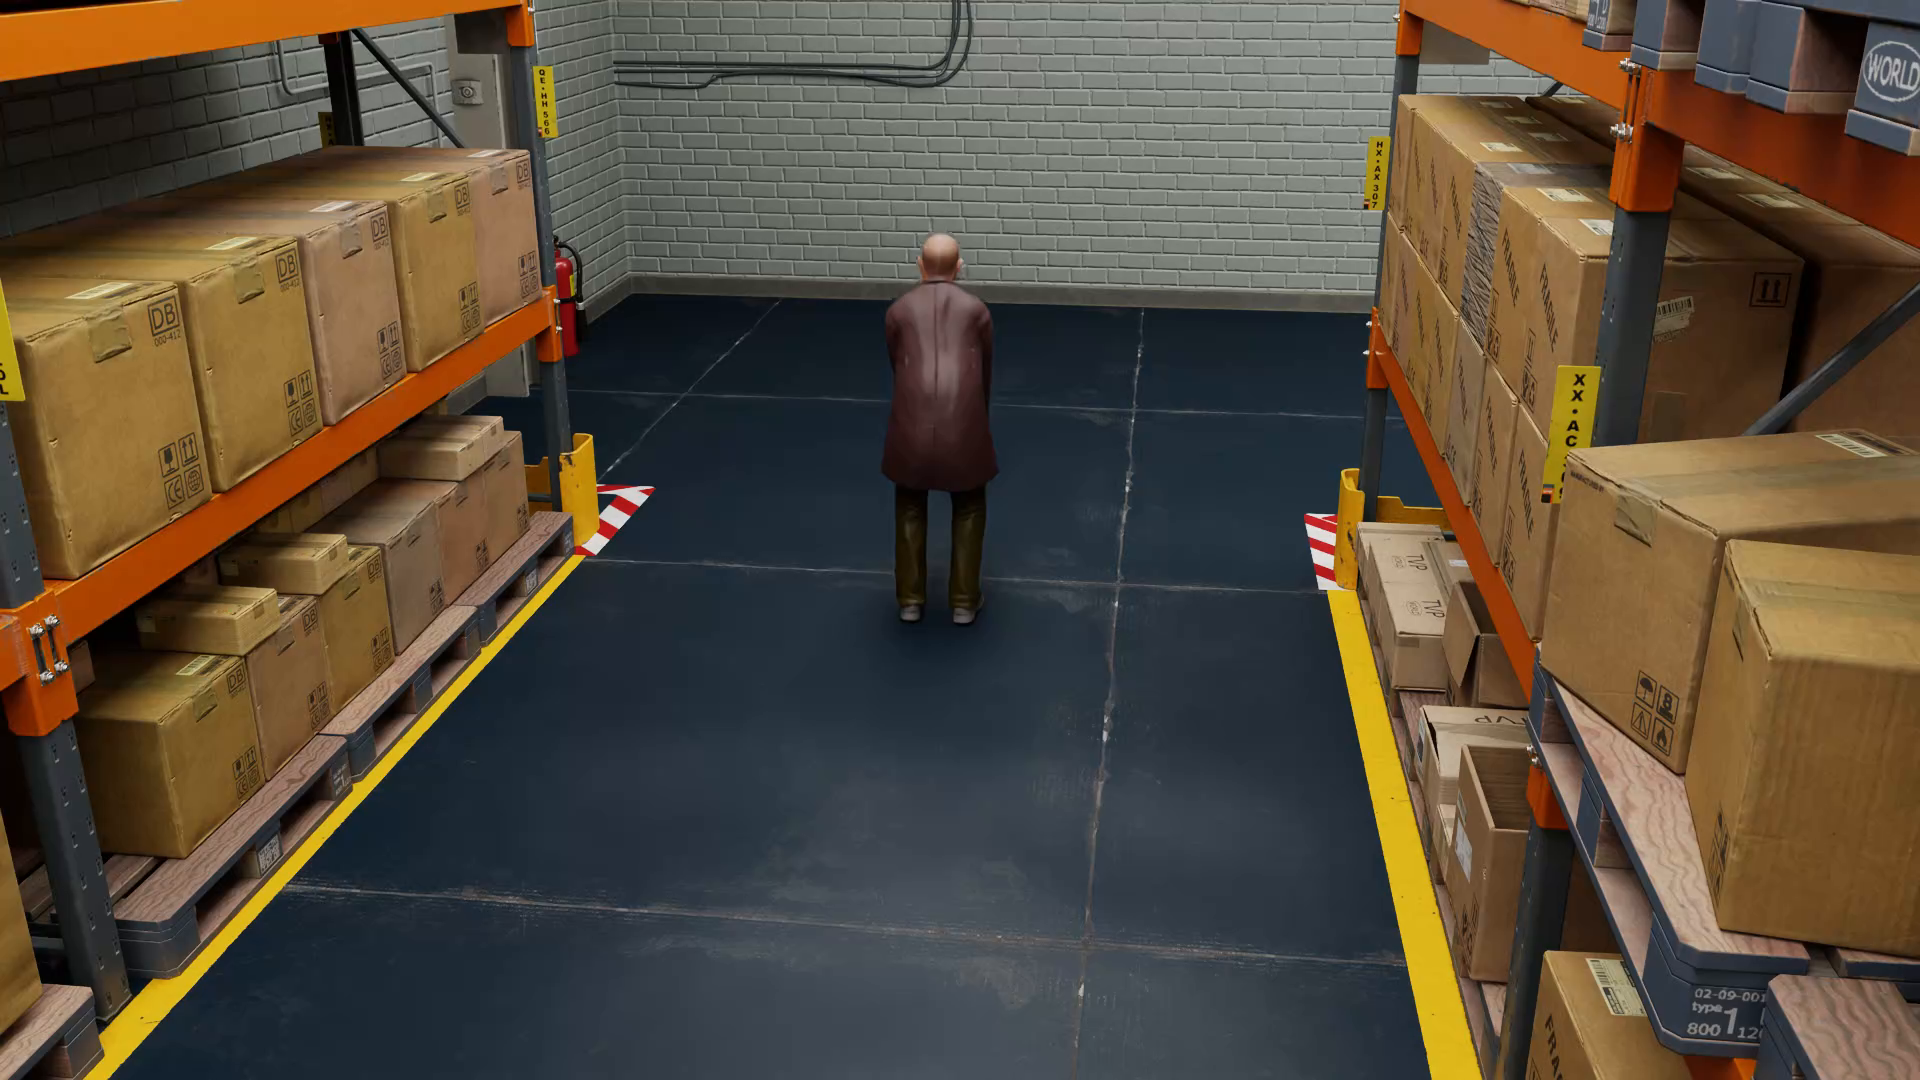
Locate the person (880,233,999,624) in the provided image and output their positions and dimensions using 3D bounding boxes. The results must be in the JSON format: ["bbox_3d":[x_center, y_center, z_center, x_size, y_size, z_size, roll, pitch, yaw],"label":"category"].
[{"bbox_3d":[-0.082,-0.503,7.518,0.538,1.717,0.614,2,21,5],"label":"person"}]
